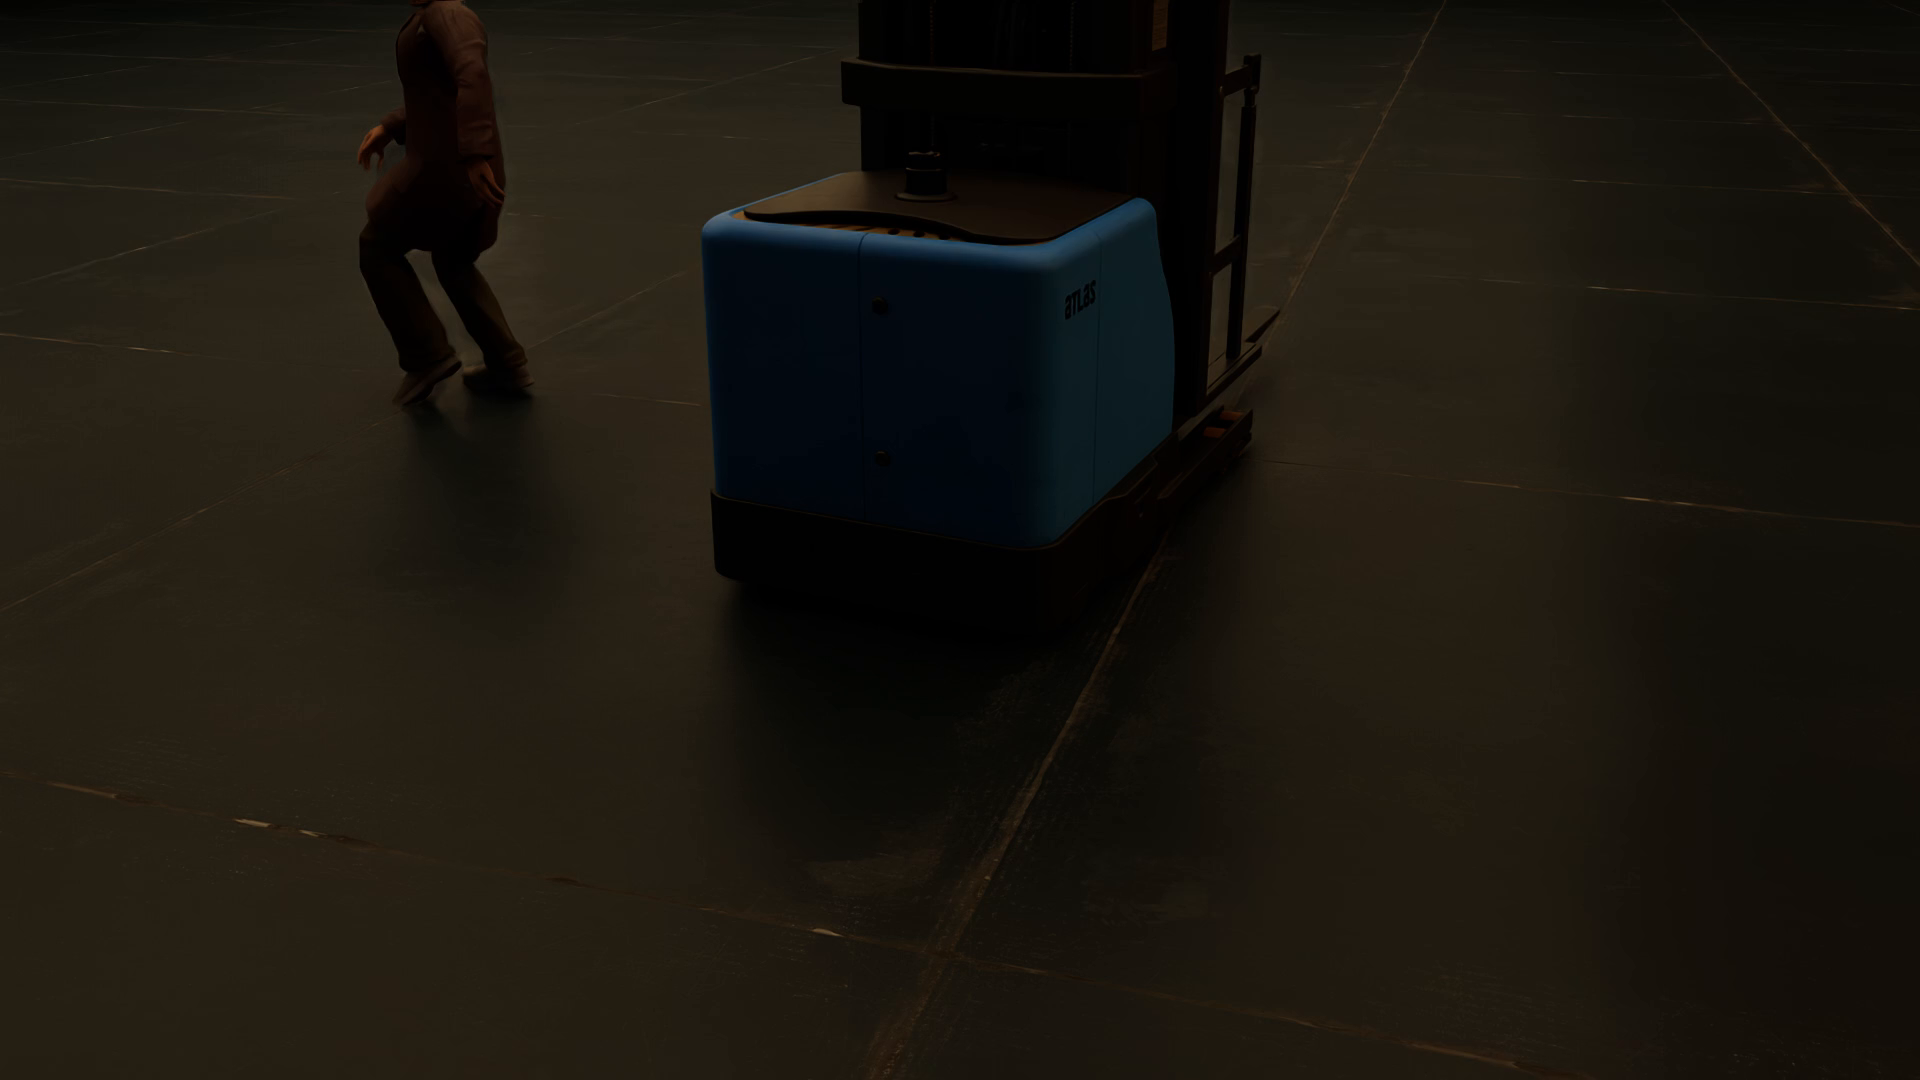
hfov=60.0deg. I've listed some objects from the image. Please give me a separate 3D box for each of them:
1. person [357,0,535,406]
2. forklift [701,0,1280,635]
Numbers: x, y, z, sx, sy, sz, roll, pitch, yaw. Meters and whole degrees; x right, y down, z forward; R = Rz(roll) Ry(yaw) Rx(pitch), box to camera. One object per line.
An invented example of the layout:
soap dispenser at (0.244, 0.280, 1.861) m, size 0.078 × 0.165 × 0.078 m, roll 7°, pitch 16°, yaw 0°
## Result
person at (-1.900, -1.330, 6.175) m, size 0.799 × 1.763 × 0.728 m, roll 6°, pitch 23°, yaw 14°
forklift at (0.377, -1.636, 5.242) m, size 1.130 × 2.935 × 3.031 m, roll 10°, pitch 24°, yaw 23°
